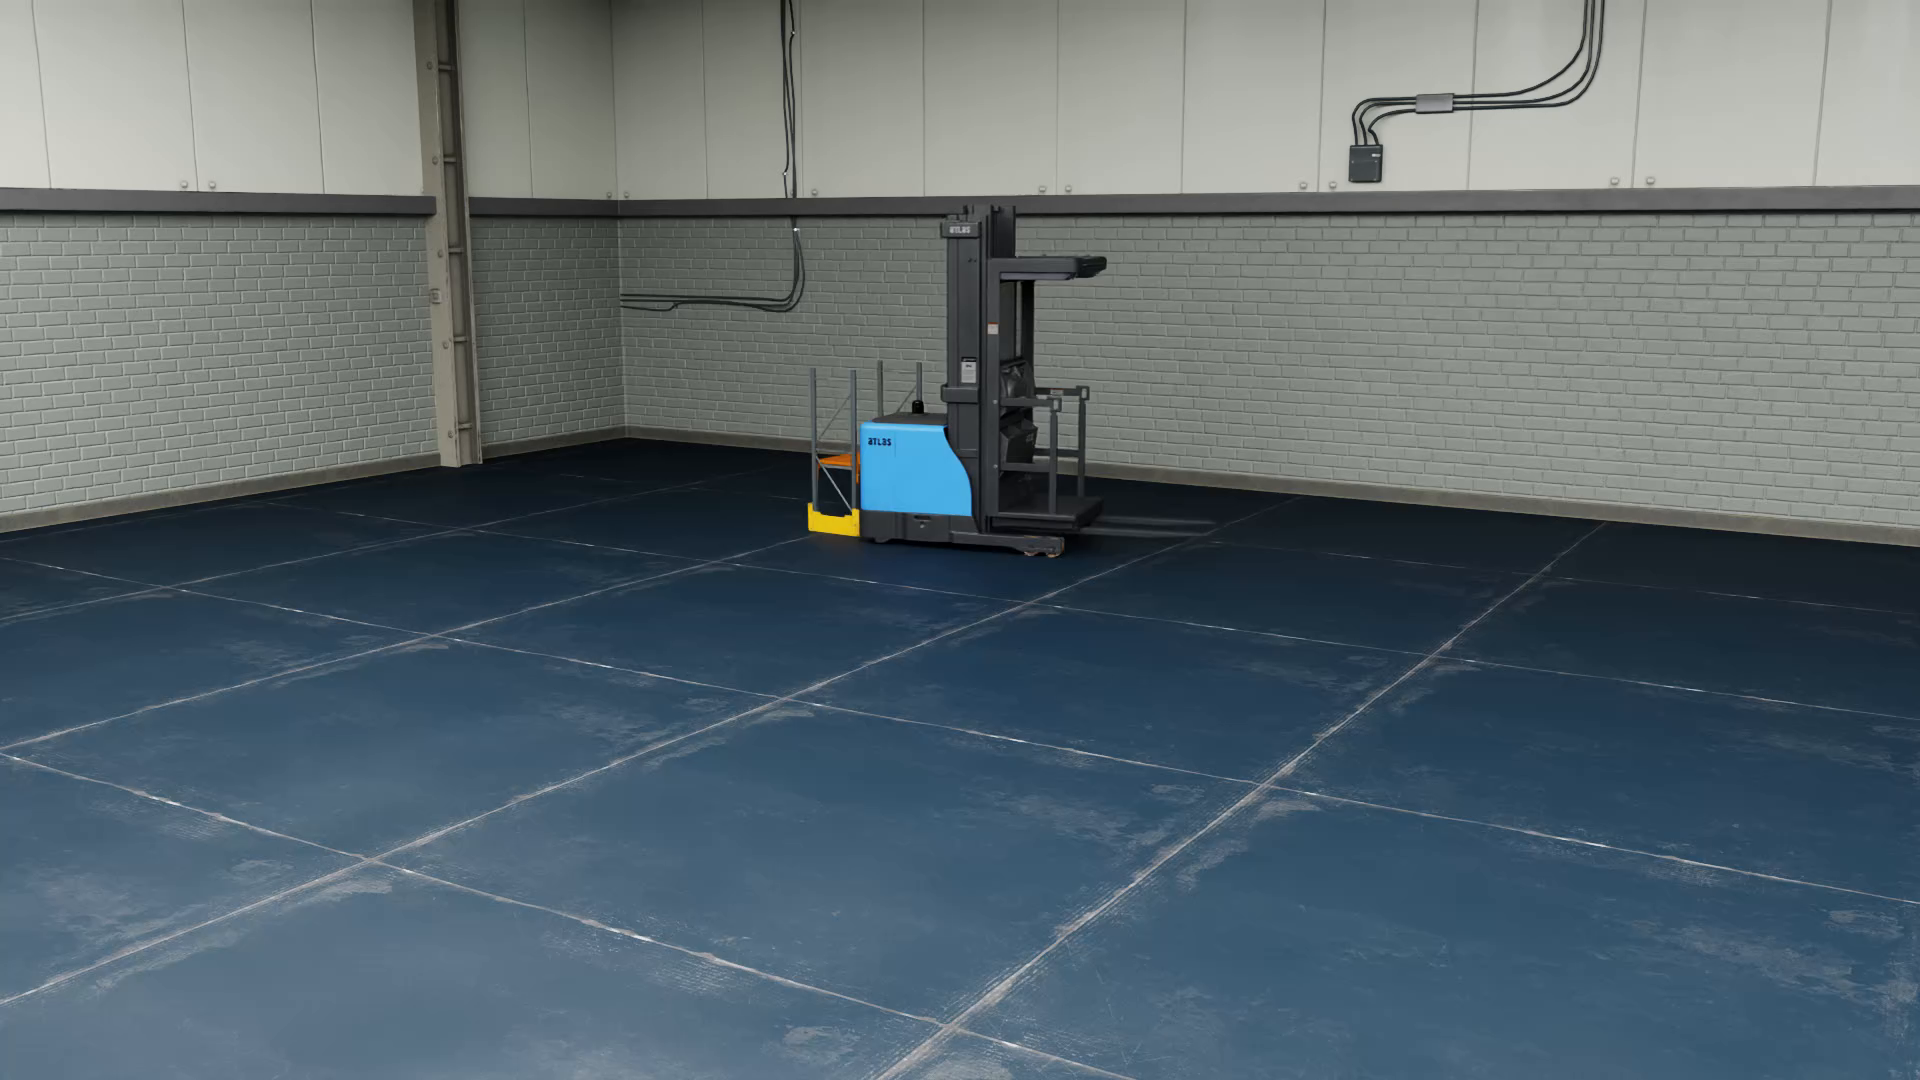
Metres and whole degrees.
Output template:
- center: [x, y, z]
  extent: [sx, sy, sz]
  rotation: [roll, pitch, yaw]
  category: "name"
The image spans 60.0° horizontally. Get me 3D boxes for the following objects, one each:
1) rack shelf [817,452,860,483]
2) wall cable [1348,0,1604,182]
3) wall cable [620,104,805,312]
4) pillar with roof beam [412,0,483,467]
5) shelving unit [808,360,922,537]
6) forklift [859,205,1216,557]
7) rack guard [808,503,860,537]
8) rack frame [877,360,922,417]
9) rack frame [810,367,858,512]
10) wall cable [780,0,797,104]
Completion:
- center: [-0.859, -0.704, 15.529]
  extent: [0.538, 0.185, 1.000]
  rotation: [7, 13, 33]
  category: "rack shelf"
- center: [4.870, -6.417, 15.448]
  extent: [2.305, 6.003, 0.169]
  rotation: [6, 12, 31]
  category: "wall cable"
- center: [-3.235, -4.128, 20.905]
  extent: [3.097, 2.526, 0.112]
  rotation: [6, 12, 31]
  category: "wall cable"
- center: [-2.216, -4.906, 16.622]
  extent: [9.100, 9.000, 0.400]
  rotation: [6, 12, 31]
  category: "pillar with roof beam"
- center: [-0.864, -0.879, 15.488]
  extent: [0.587, 1.500, 1.083]
  rotation: [7, 13, 33]
  category: "shelving unit"
- center: [0.685, -1.405, 14.408]
  extent: [3.031, 2.935, 1.130]
  rotation: [3, 11, 18]
  category: "forklift"
- center: [-1.142, -0.189, 15.197]
  extent: [0.587, 0.250, 0.087]
  rotation: [7, 13, 33]
  category: "rack guard"
- center: [-0.575, -0.958, 15.911]
  extent: [0.500, 1.500, 0.032]
  rotation: [7, 13, 33]
  category: "rack frame"
- center: [-1.142, -0.803, 15.081]
  extent: [0.500, 1.500, 0.032]
  rotation: [7, 13, 33]
  category: "rack frame"
- center: [-0.923, -6.352, 19.059]
  extent: [3.097, 2.526, 0.112]
  rotation: [6, 12, 31]
  category: "wall cable"
